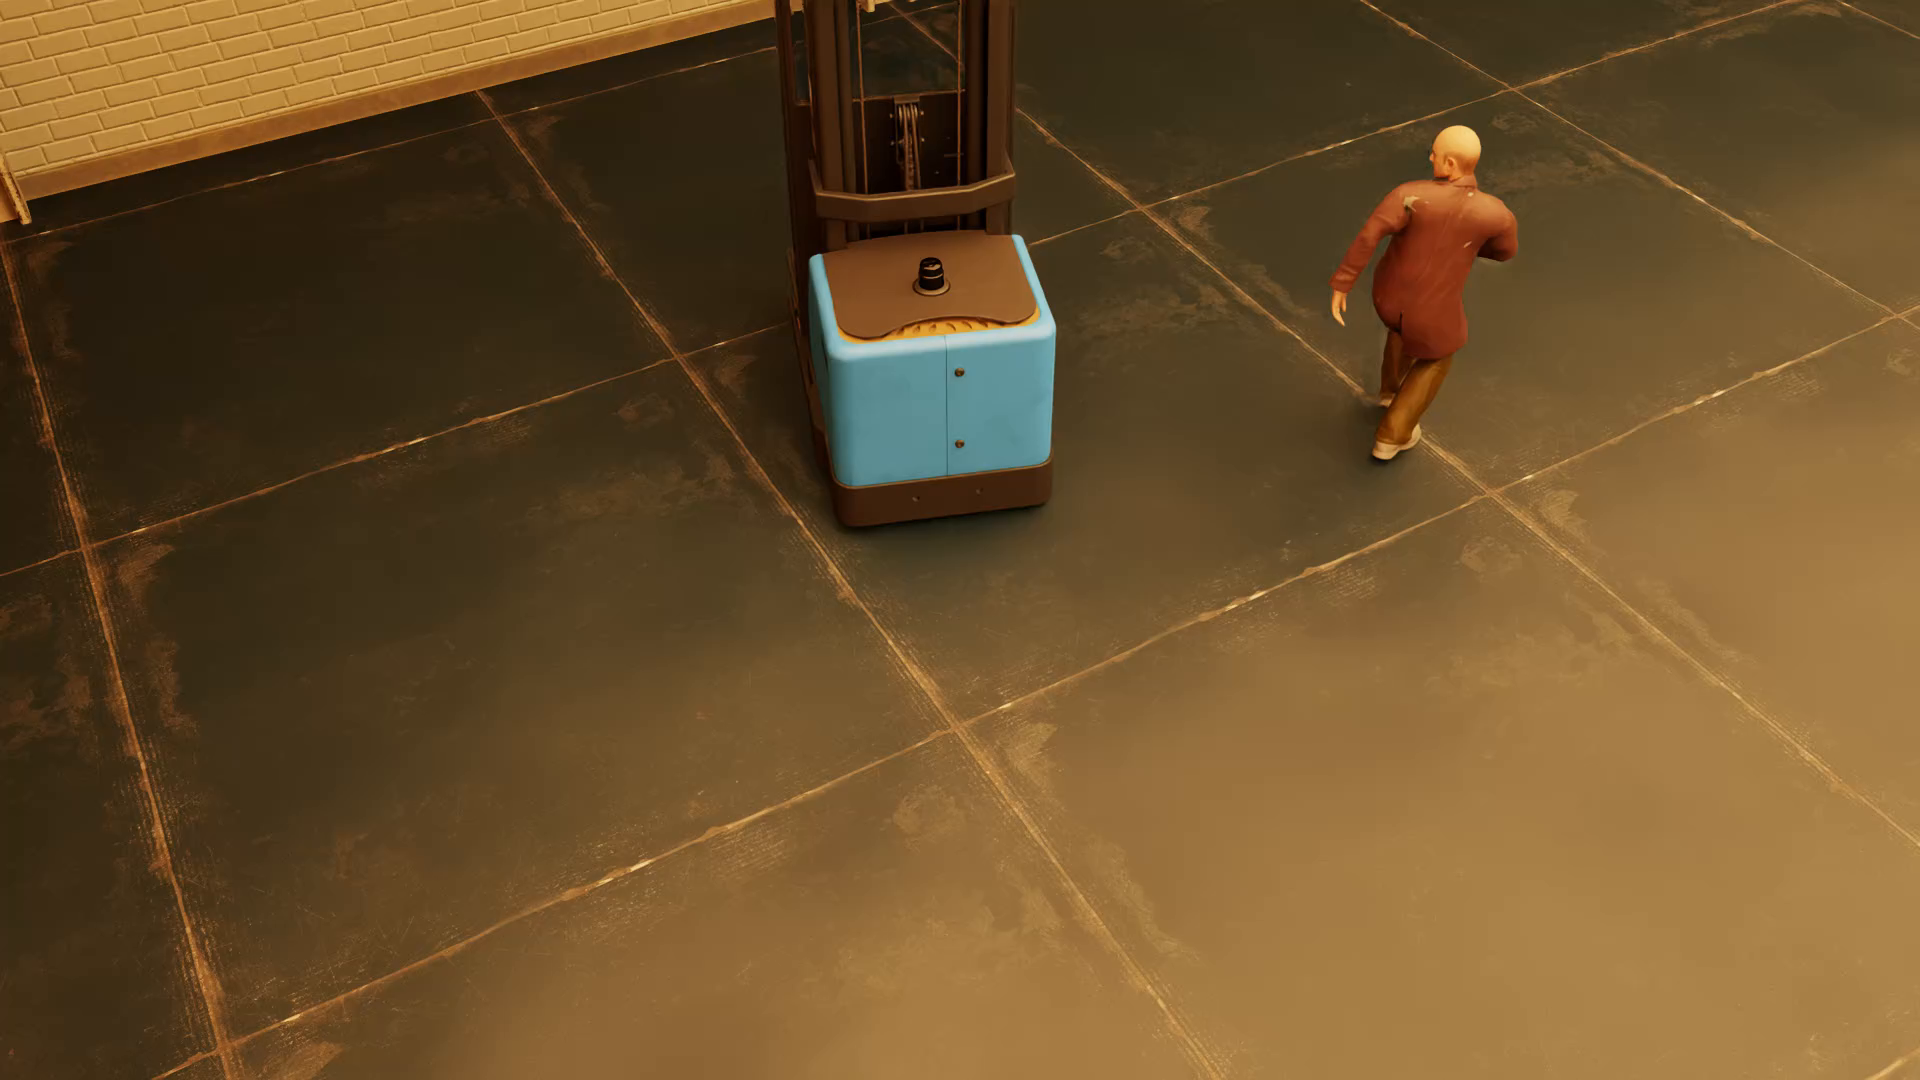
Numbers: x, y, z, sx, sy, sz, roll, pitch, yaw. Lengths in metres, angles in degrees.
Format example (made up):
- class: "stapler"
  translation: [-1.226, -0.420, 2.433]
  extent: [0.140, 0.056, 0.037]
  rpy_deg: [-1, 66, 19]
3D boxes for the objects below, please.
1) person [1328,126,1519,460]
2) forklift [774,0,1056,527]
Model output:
- class: "person"
  translation: [2.172, -1.131, 7.866]
  extent: [0.689, 1.784, 0.824]
  rpy_deg: [23, 48, 23]
- class: "forklift"
  translation: [-0.330, -2.149, 8.015]
  extent: [1.130, 2.935, 3.031]
  rpy_deg: [-7, 43, -8]
